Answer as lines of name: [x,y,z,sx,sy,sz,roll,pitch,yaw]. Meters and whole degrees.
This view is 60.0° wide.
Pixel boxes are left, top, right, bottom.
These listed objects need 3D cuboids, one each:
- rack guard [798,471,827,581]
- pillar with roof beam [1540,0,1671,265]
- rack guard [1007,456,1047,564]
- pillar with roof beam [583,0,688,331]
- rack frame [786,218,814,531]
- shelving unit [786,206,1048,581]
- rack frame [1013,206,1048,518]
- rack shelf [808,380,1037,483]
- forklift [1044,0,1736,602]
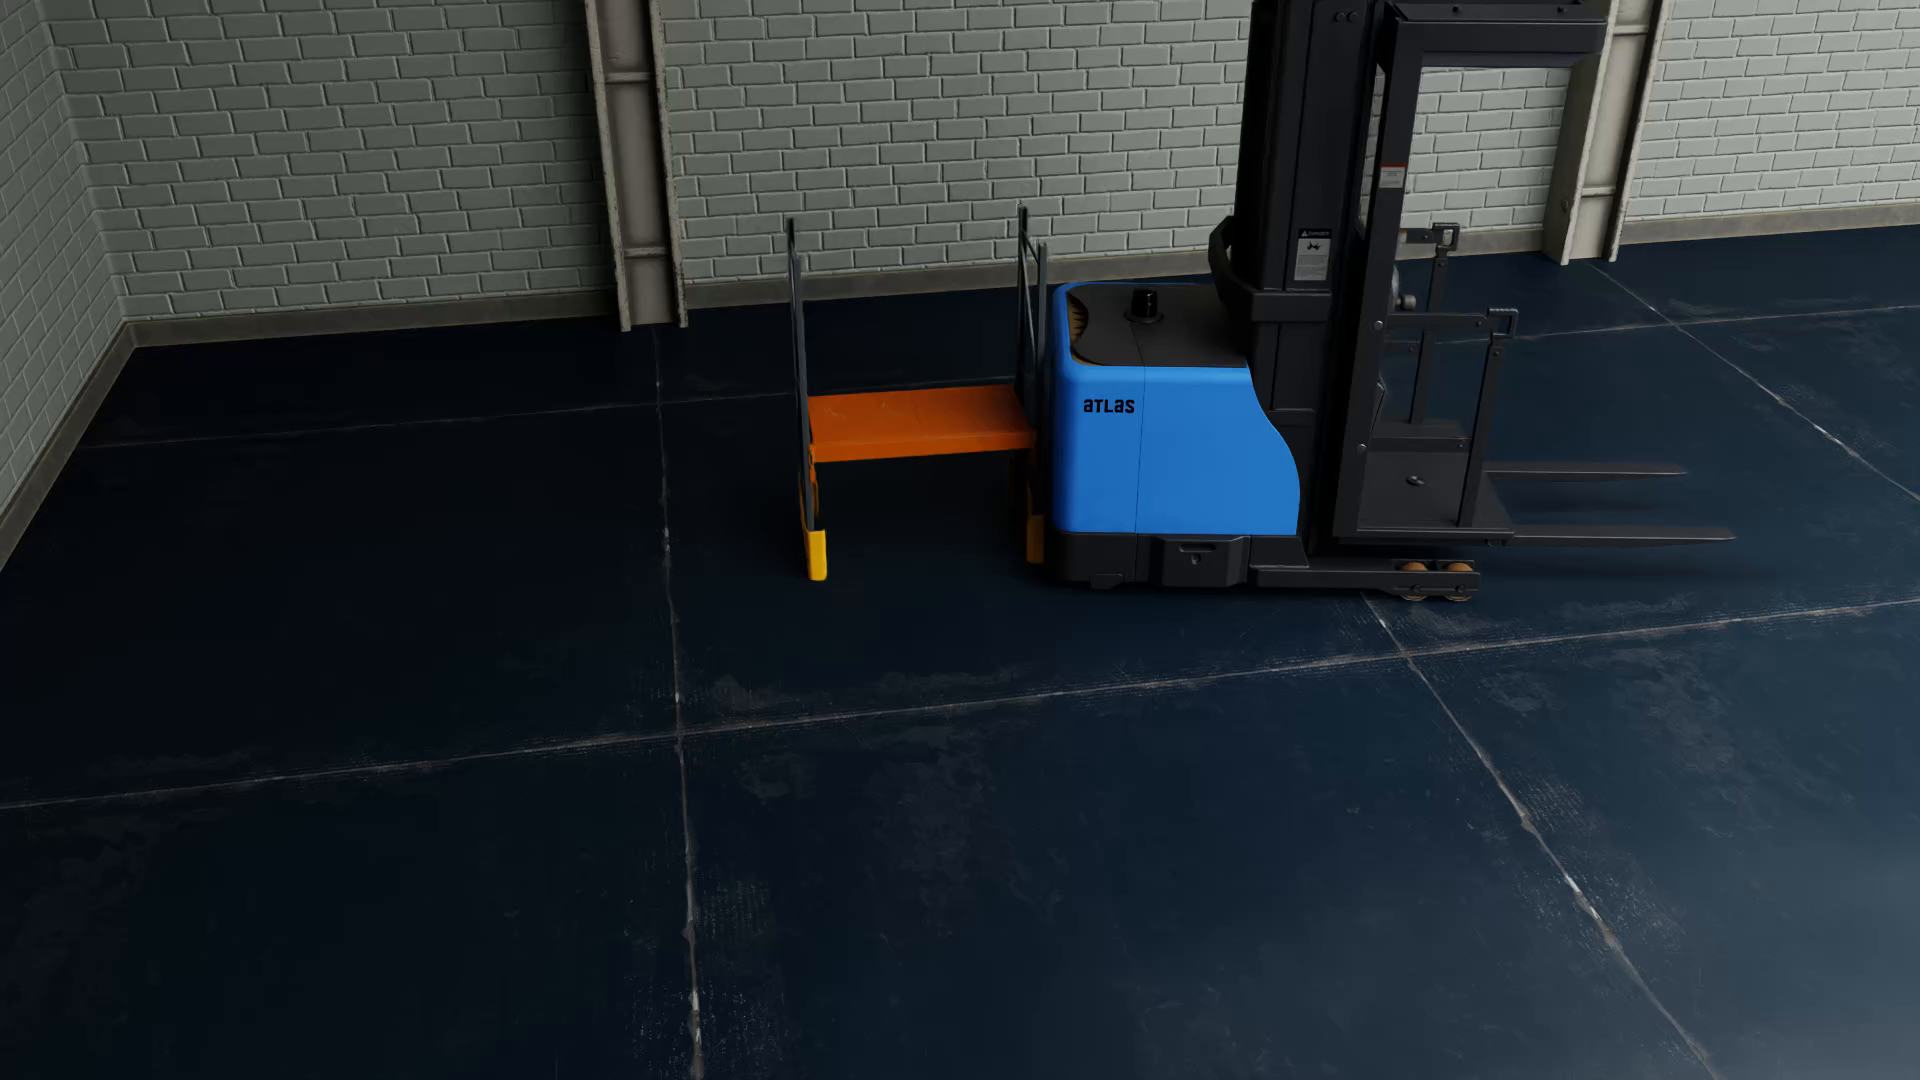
rack guard: [-0.677,-0.075,7.631,0.087,0.250,0.587,-4,31,-7]
pillar with roof beam: [4.835,-3.610,5.012,0.400,9.000,9.100,-5,31,-9]
rack guard: [0.309,-0.148,7.755,0.087,0.250,0.587,-4,31,-7]
pillar with roof beam: [-1.067,-3.063,4.080,0.400,9.000,9.100,-5,31,-9]
rack frame: [-0.696,-0.612,7.311,0.032,1.500,0.500,-4,31,-7]
shelving unit: [-0.184,-0.650,7.376,1.083,1.500,0.587,-4,31,-7]
rack frame: [0.310,-0.687,7.438,0.032,1.500,0.500,-4,31,-7]
rack shelf: [-0.193,-0.494,7.466,1.000,0.185,0.538,-4,31,-7]
forklift: [1.914,-1.268,7.015,3.031,2.935,1.130,1,30,1]
